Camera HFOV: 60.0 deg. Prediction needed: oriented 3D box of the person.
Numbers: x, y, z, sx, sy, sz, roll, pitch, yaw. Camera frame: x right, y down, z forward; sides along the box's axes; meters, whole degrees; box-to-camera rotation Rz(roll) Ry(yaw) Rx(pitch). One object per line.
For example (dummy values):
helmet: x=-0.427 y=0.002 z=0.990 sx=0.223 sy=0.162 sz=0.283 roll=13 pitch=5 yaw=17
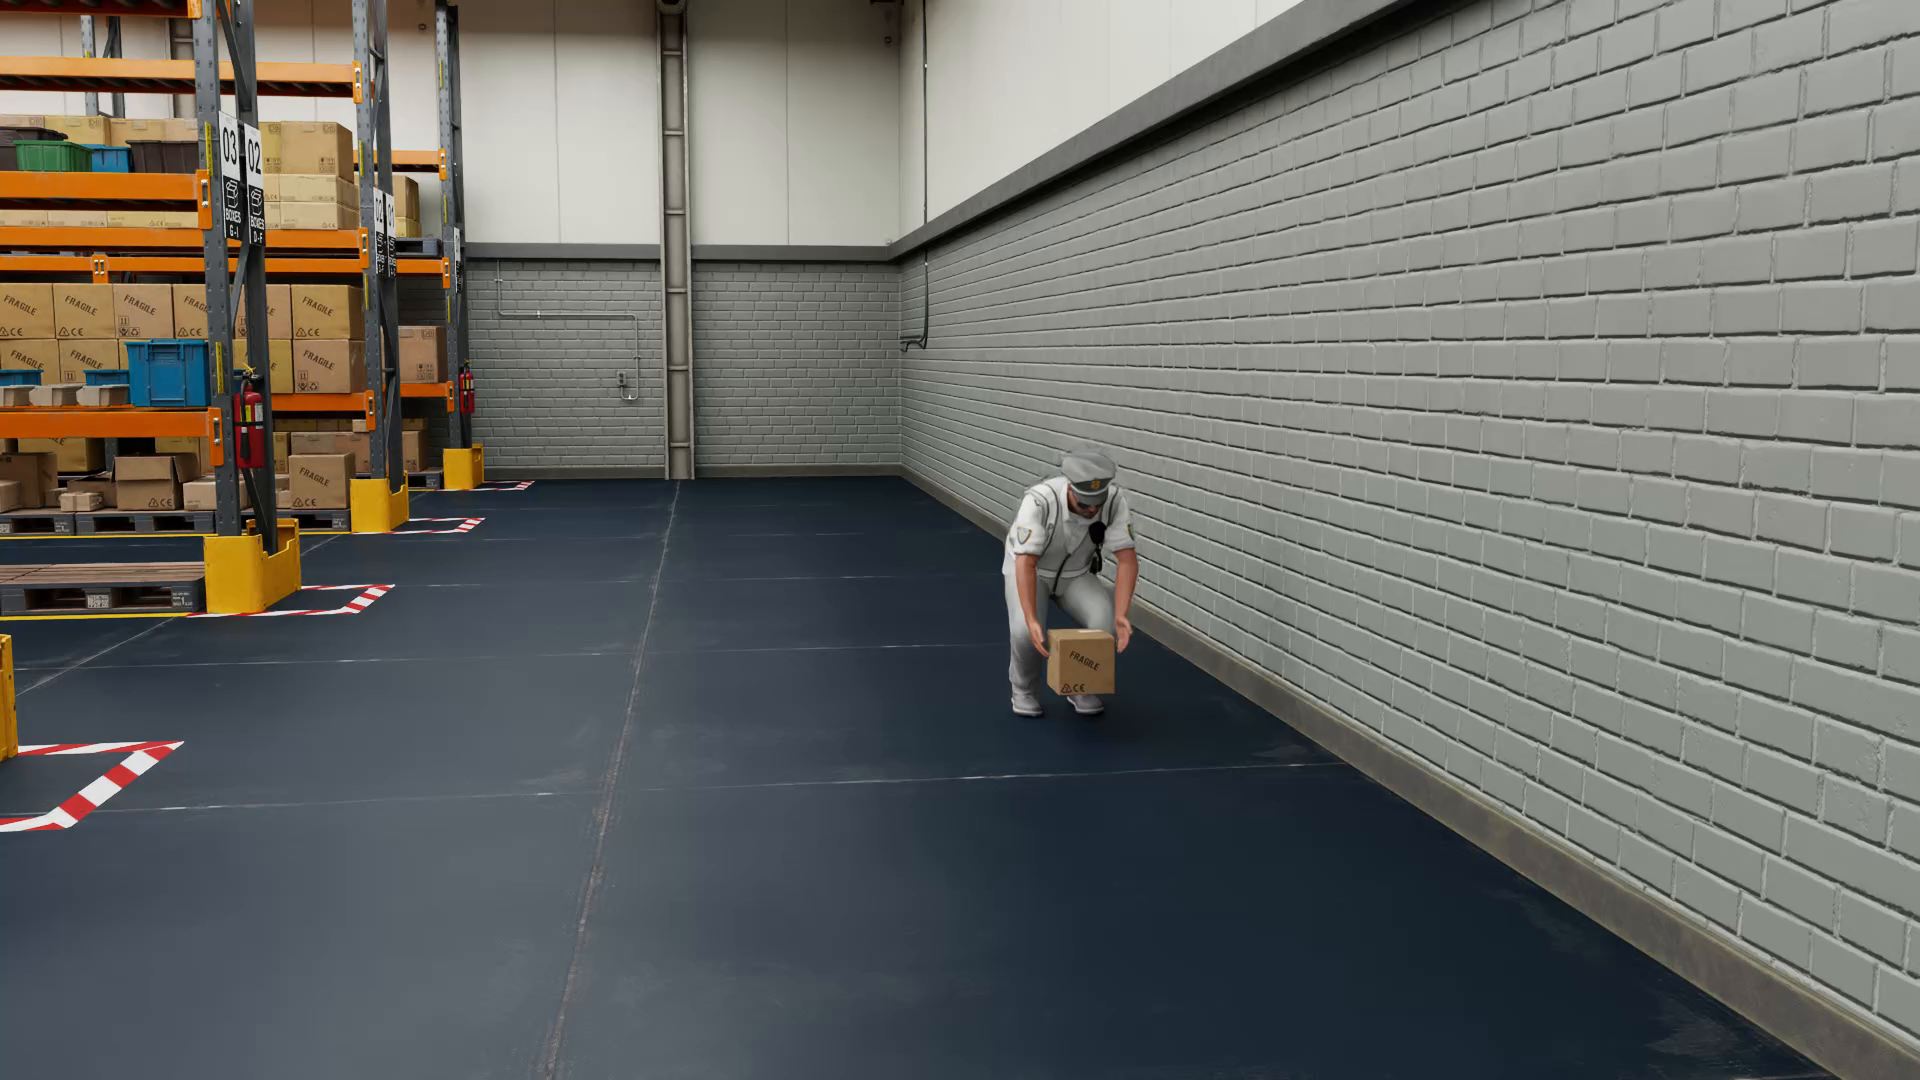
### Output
person: x=0.506 y=0.200 z=7.710 sx=0.581 sy=1.242 sz=0.882 roll=-1 pitch=7 yaw=-9
